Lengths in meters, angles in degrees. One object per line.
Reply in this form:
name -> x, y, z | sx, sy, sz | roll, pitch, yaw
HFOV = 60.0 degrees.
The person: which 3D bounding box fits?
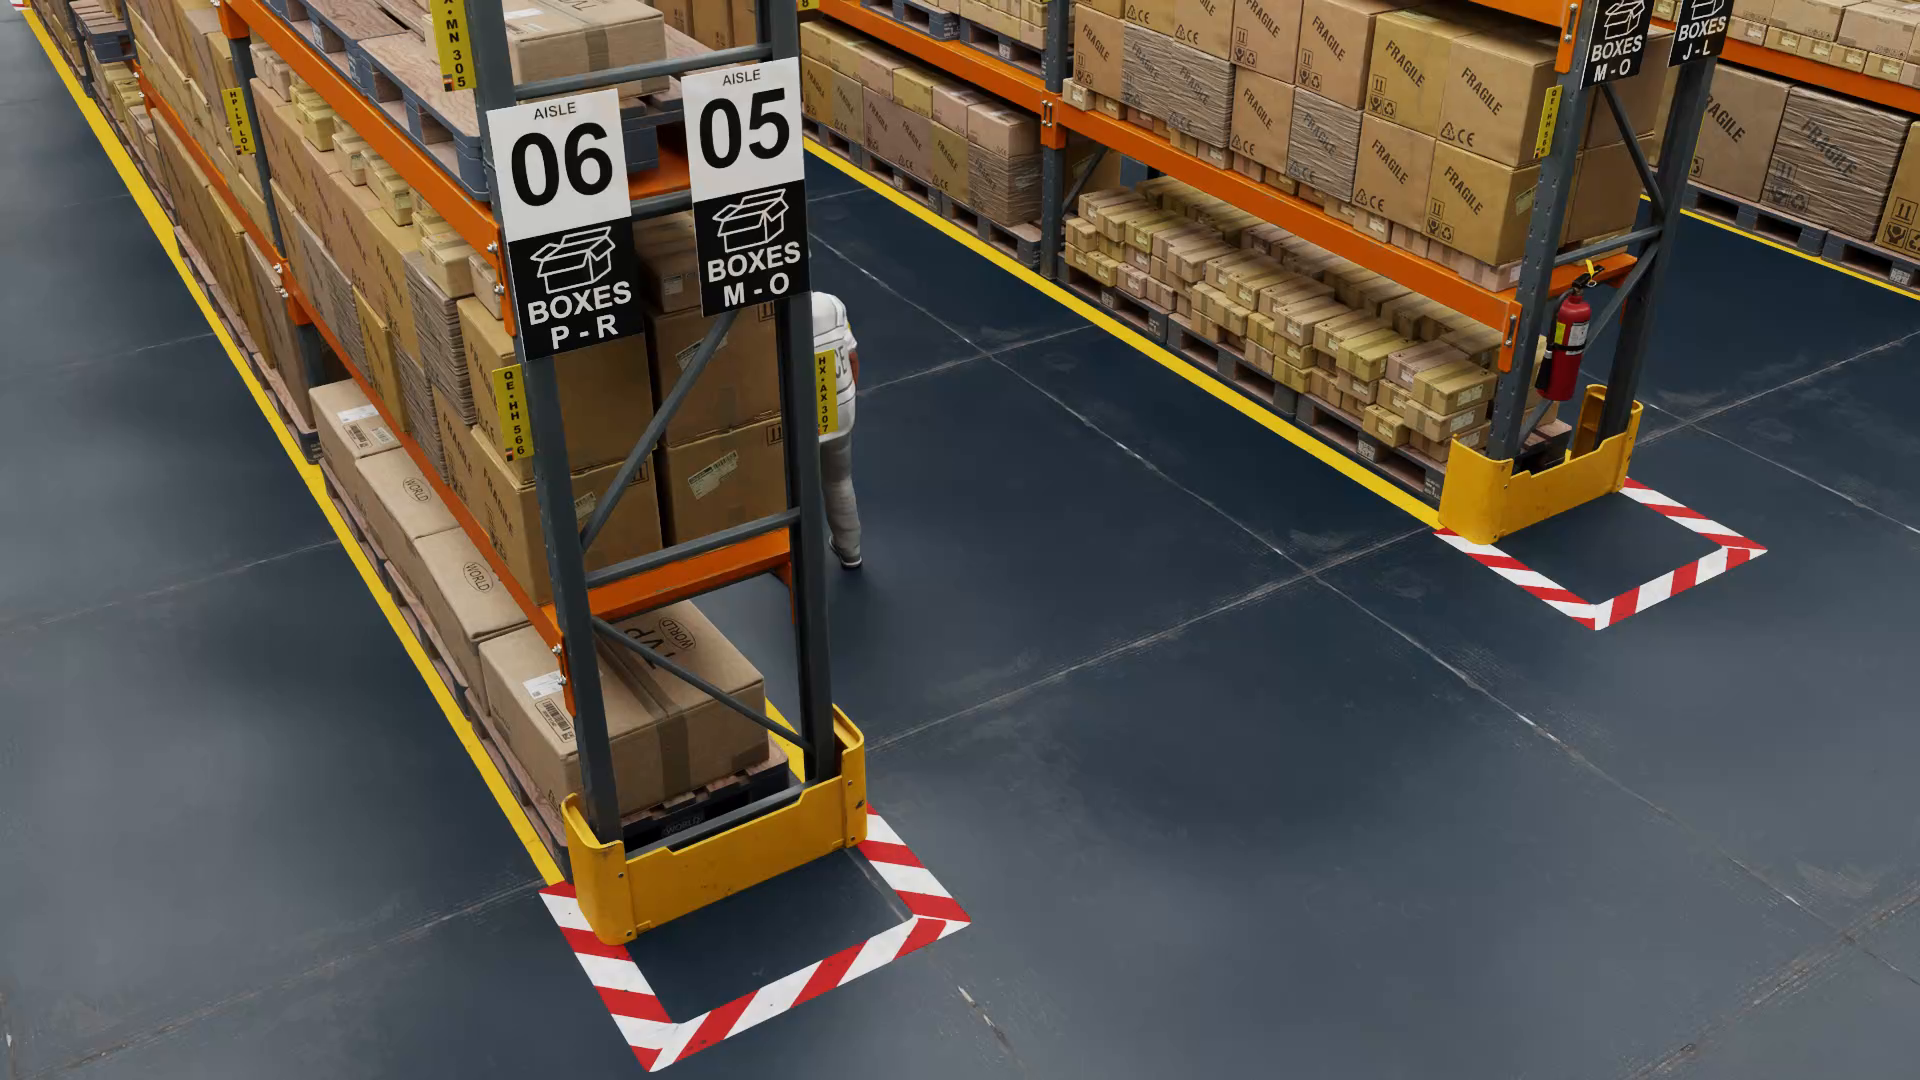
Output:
person -> -0.738, -0.582, 8.049 | 0.604, 1.747, 0.437 | -22, 38, -30
